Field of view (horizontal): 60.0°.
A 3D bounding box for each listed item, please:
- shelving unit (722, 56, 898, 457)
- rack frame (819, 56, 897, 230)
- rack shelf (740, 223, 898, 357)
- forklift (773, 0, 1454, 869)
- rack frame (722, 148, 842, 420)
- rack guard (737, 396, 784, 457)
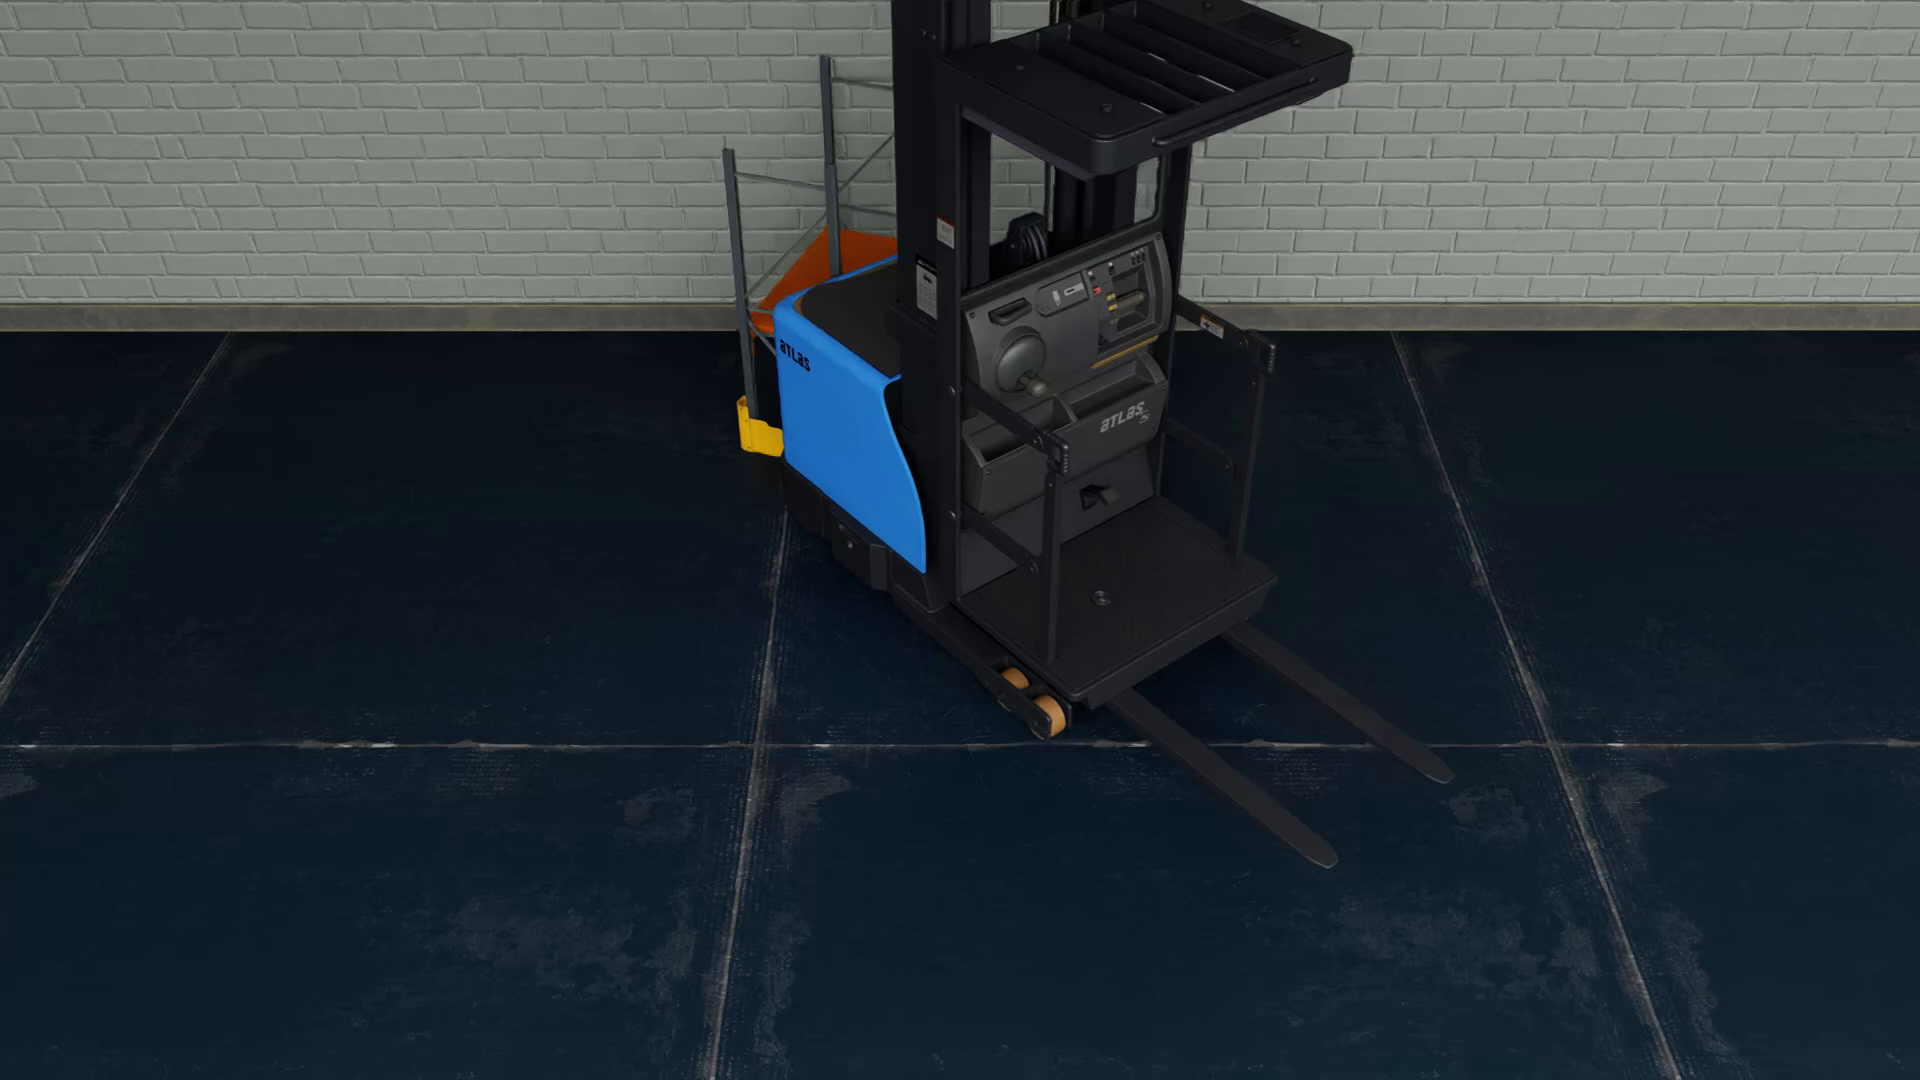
[{"bbox_3d":[-0.575,-1.270,7.636,0.587,1.500,1.083,12,40,15],"label":"shelving unit"},{"bbox_3d":[-0.403,-1.576,8.017,0.500,1.500,0.032,12,40,15],"label":"rack frame"},{"bbox_3d":[-0.572,-1.135,7.755,0.538,0.185,1.000,12,40,15],"label":"rack shelf"},{"bbox_3d":[0.536,-0.746,5.836,1.130,2.935,3.031,-27,46,-29],"label":"forklift"},{"bbox_3d":[-0.740,-0.976,7.268,0.500,1.500,0.032,12,40,15],"label":"rack frame"},{"bbox_3d":[-0.740,-0.489,7.660,0.587,0.250,0.087,12,40,15],"label":"rack guard"}]
